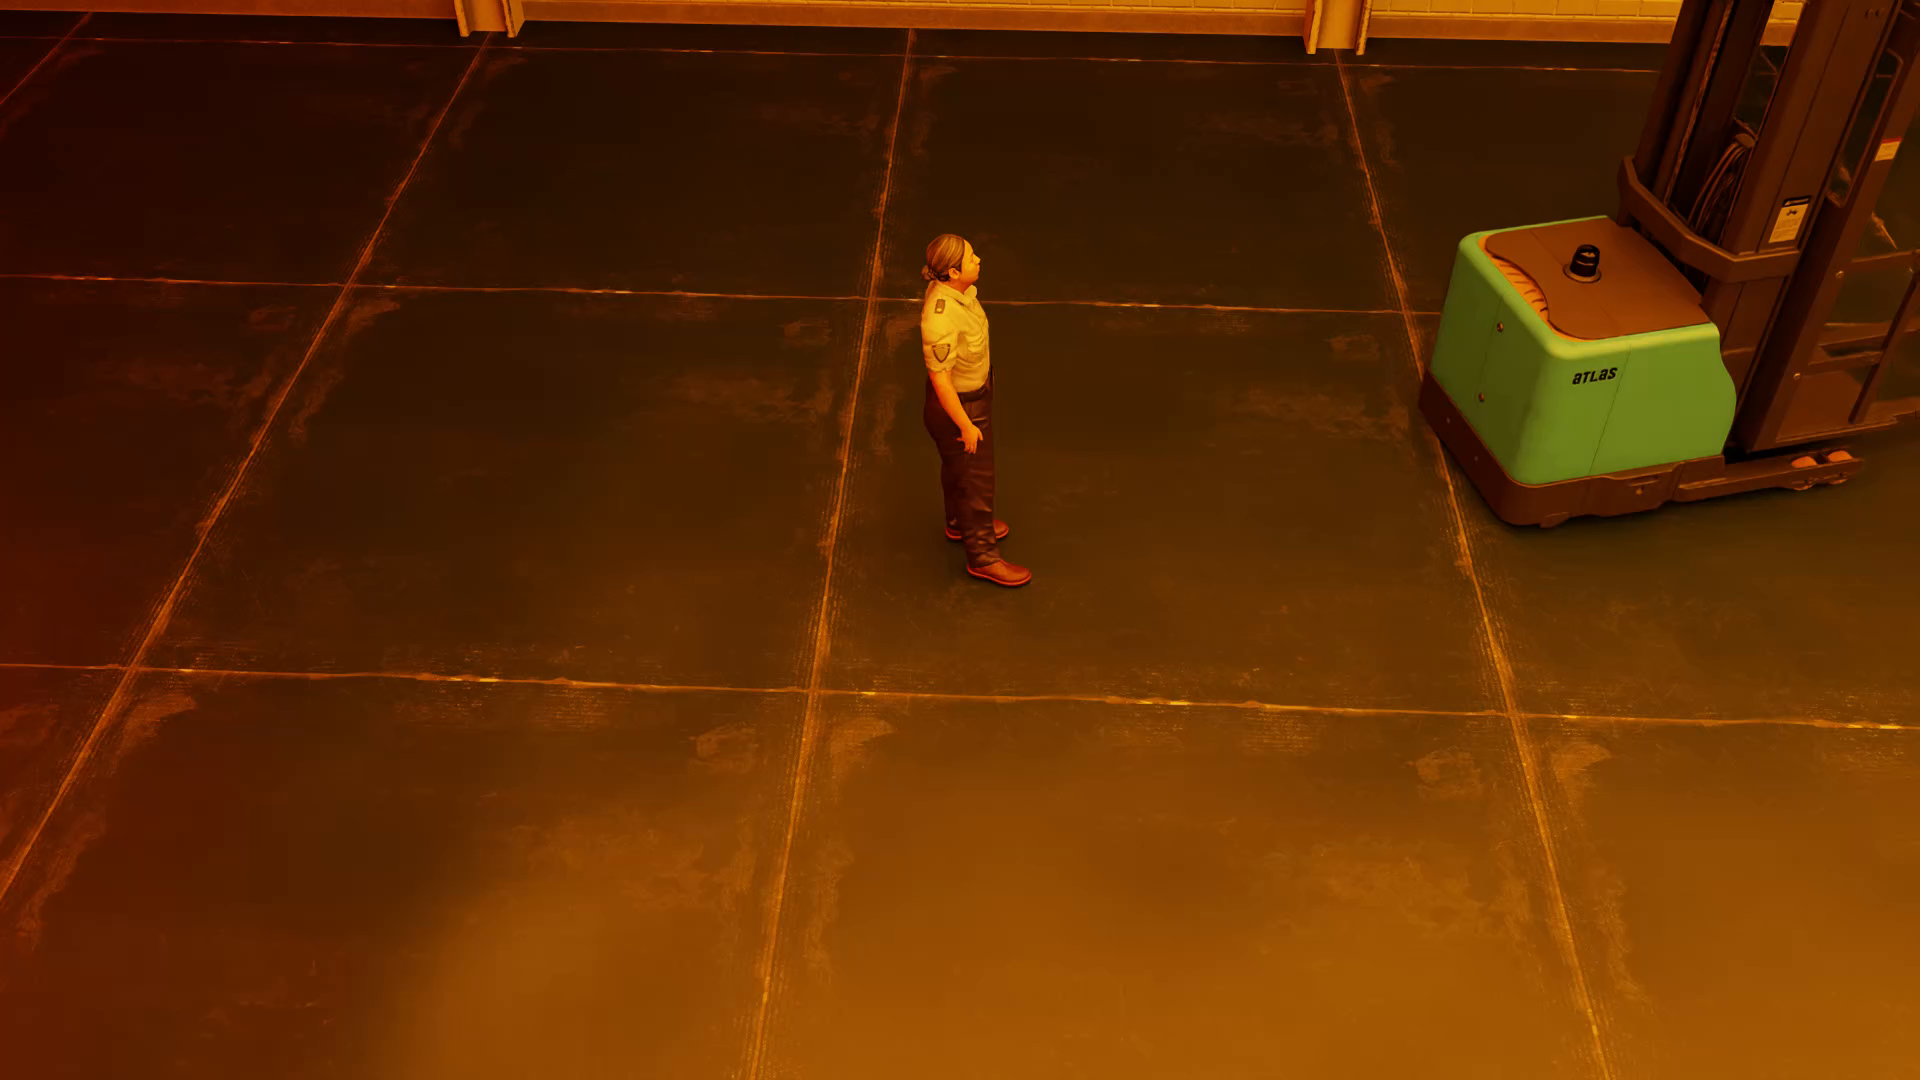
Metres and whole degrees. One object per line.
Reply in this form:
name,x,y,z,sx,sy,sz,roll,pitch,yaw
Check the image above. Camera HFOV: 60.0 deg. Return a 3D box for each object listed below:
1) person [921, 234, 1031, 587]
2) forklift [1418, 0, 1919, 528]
person,0.088,-0.596,7.335,0.503,1.651,0.598,2,42,2
forklift,3.935,-1.667,7.568,3.031,2.935,1.130,-9,43,-10
